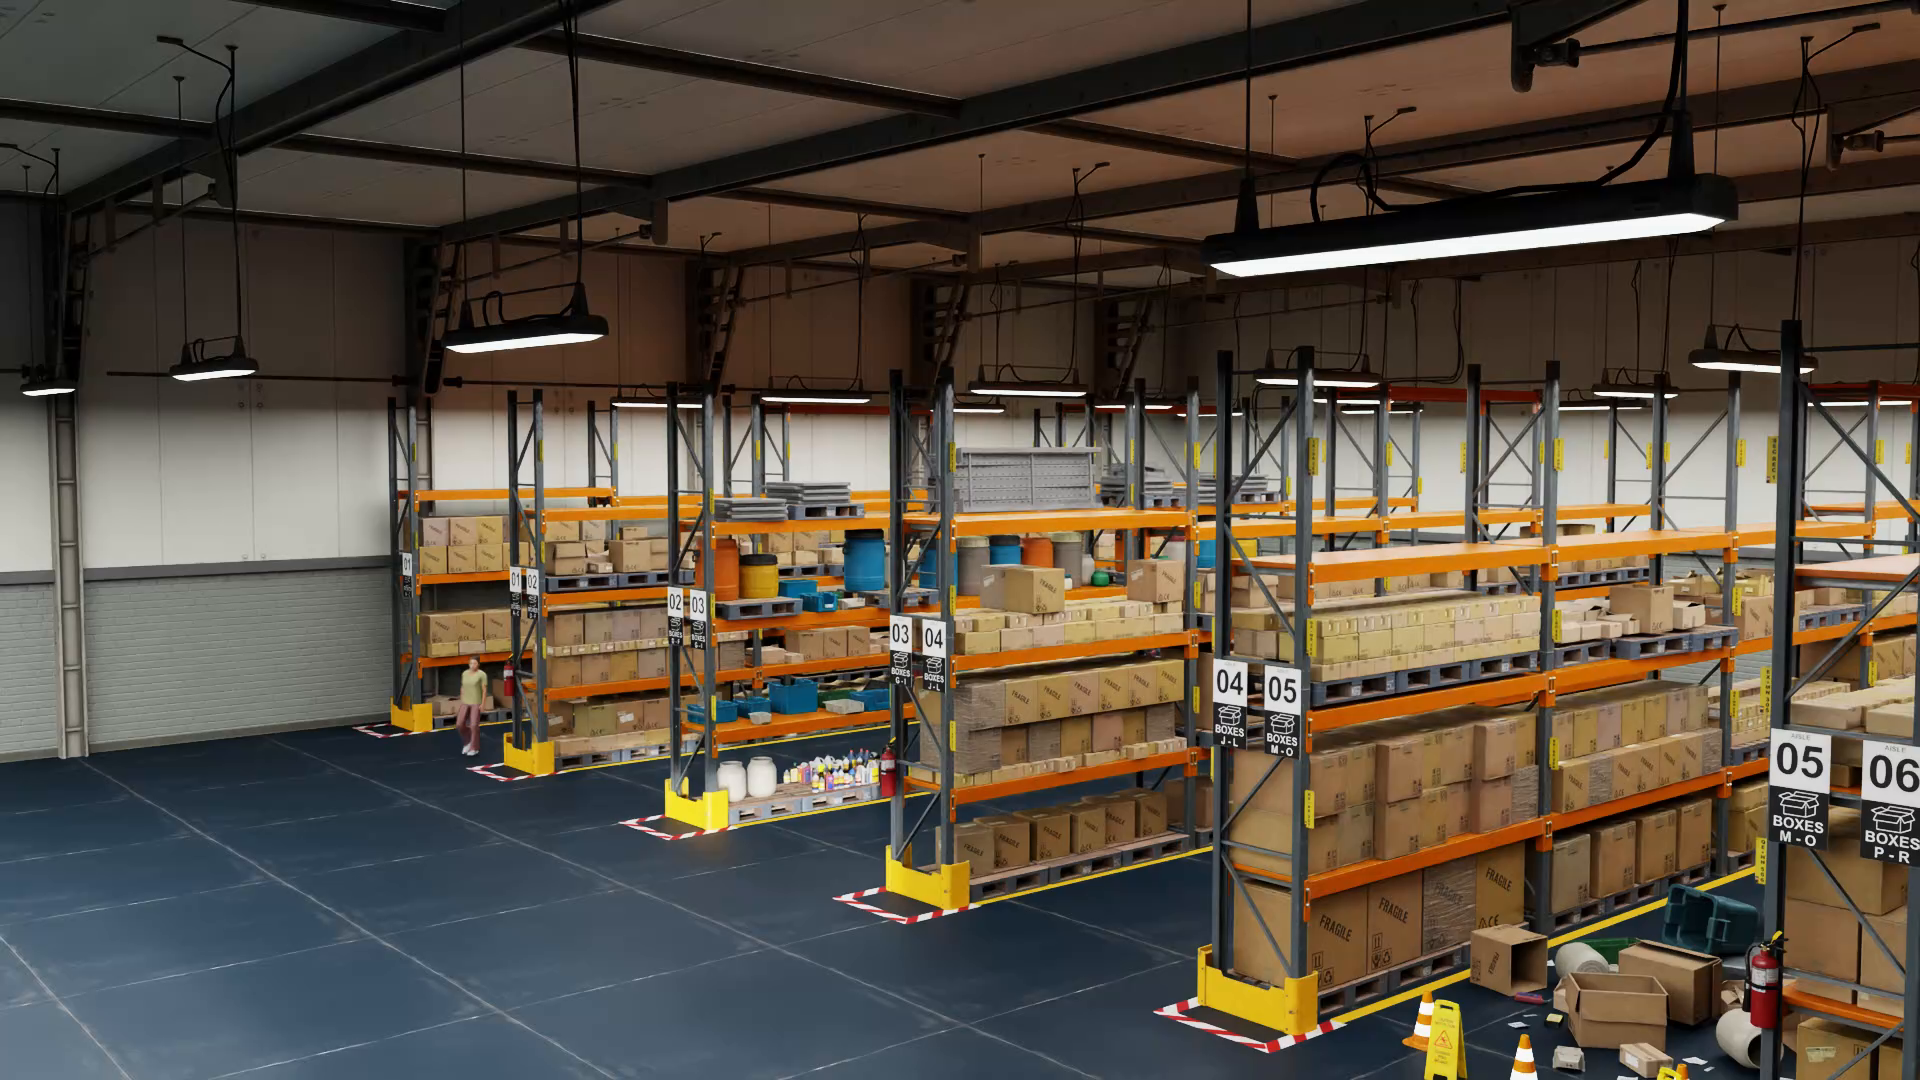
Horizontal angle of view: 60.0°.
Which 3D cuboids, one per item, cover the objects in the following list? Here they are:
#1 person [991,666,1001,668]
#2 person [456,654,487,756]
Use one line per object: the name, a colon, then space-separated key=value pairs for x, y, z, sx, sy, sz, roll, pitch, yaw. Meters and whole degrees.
person: x=0.524 y=2.705 z=27.994 sx=0.545 sy=1.781 sz=0.599 roll=3 pitch=5 yaw=44
person: x=-8.044 y=2.720 z=27.430 sx=0.474 sy=1.675 sz=0.436 roll=0 pitch=3 yaw=5
